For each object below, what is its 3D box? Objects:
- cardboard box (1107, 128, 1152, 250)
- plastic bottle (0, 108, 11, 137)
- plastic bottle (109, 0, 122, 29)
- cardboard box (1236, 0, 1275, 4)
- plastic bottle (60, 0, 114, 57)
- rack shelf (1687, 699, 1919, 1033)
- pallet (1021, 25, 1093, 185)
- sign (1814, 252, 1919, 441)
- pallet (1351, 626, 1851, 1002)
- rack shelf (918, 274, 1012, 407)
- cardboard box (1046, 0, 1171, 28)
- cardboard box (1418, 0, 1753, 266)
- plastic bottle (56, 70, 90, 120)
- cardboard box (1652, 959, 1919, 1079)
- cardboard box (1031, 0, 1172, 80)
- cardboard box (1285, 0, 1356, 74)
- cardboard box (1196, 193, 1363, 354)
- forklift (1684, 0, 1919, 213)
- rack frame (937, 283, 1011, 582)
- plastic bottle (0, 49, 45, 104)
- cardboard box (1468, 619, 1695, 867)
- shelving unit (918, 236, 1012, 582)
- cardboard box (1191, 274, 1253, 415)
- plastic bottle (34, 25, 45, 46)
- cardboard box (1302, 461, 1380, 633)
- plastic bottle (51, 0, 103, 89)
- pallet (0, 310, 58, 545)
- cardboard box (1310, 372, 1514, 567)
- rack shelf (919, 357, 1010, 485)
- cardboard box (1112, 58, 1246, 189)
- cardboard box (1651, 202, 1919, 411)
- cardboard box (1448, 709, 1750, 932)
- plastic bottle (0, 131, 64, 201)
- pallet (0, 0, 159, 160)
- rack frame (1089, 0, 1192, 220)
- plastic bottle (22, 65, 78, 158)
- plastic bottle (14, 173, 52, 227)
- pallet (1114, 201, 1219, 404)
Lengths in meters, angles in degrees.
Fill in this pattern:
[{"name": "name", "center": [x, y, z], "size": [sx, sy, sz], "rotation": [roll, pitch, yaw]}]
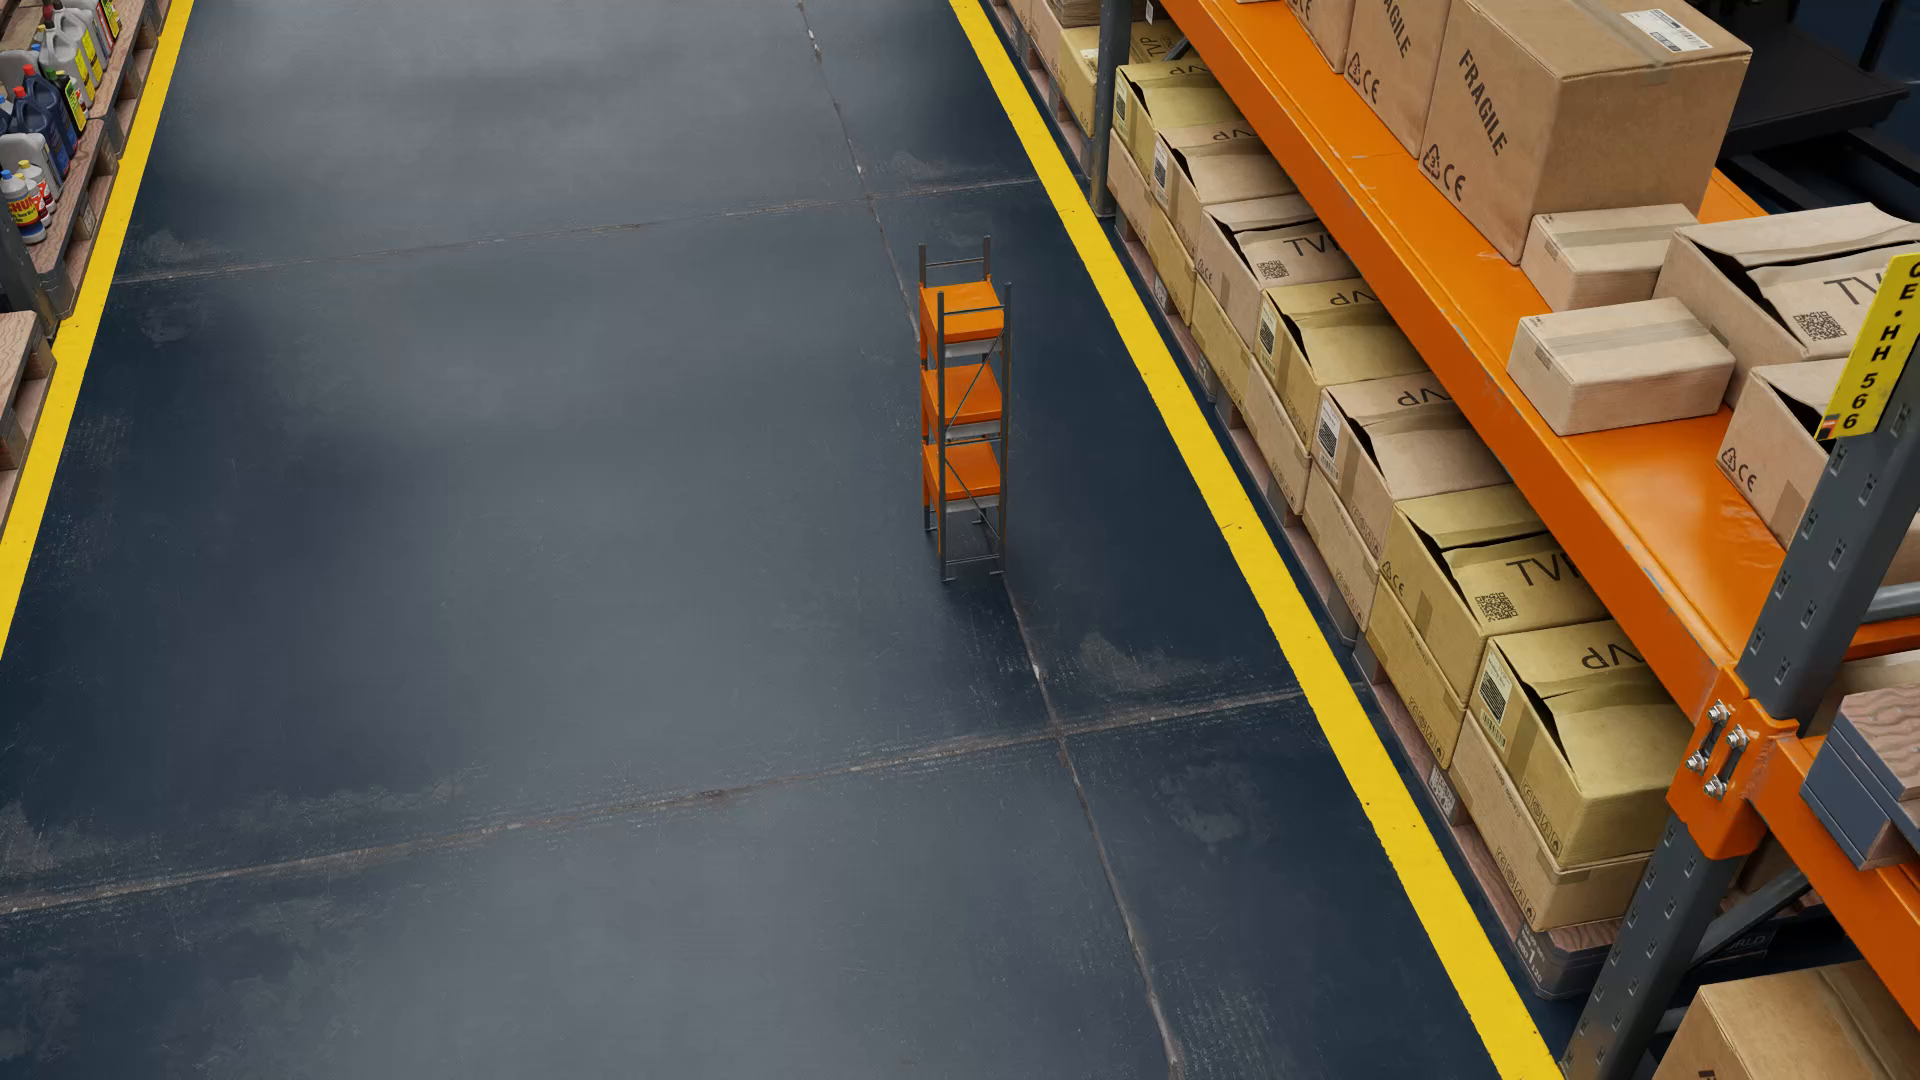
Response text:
[{"name": "cardboard box", "center": [0.874, -1.354, 6.271], "size": [0.500, 0.250, 0.500], "rotation": [-9, 42, -10]}, {"name": "plastic bottle", "center": [-3.719, -1.551, 6.402], "size": [0.144, 0.351, 0.185], "rotation": [-8, 42, -9]}, {"name": "plastic bottle", "center": [-3.848, -2.398, 7.469], "size": [0.097, 0.201, 0.097], "rotation": [0, 42, 0]}, {"name": "cardboard box", "center": [1.020, -1.825, 5.235], "size": [0.380, 0.149, 0.250], "rotation": [-8, 42, -9]}, {"name": "plastic bottle", "center": [-3.820, -2.259, 7.255], "size": [0.152, 0.276, 0.135], "rotation": [-8, 42, -9]}, {"name": "rack shelf", "center": [2.323, 1.636, 1.689], "size": [1.077, 0.370, 4.000], "rotation": [-8, 42, -9]}, {"name": "pallet", "center": [0.898, -2.001, 7.345], "size": [1.003, 0.211, 1.213], "rotation": [-8, 42, -9]}, {"name": "sign", "center": [1.351, -0.281, 2.435], "size": [0.100, 0.325, 0.005], "rotation": [-8, 42, -9]}, {"name": "pallet", "center": [1.752, 0.574, 4.444], "size": [1.003, 0.211, 1.213], "rotation": [-8, 42, -9]}, {"name": "rack shelf", "center": [0.012, -0.562, 4.681], "size": [0.215, 0.259, 0.240], "rotation": [-8, 42, -9]}, {"name": "cardboard box", "center": [0.618, -2.527, 7.027], "size": [0.500, 0.500, 0.500], "rotation": [-8, 42, -9]}, {"name": "cardboard box", "center": [1.514, -1.052, 4.101], "size": [0.500, 0.500, 0.500], "rotation": [-10, 43, -12]}, {"name": "plastic bottle", "center": [-3.657, -1.825, 6.823], "size": [0.097, 0.201, 0.097], "rotation": [0, 42, 0]}, {"name": "cardboard box", "center": [1.711, 1.177, 3.216], "size": [0.500, 0.500, 0.500], "rotation": [-7, 42, -7]}, {"name": "cardboard box", "center": [0.617, -2.246, 7.275], "size": [0.500, 0.250, 0.500], "rotation": [-8, 42, -9]}, {"name": "cardboard box", "center": [1.292, -1.718, 4.851], "size": [0.500, 0.500, 0.500], "rotation": [-6, 42, -6]}, {"name": "cardboard box", "center": [1.090, -0.897, 5.333], "size": [0.500, 0.311, 0.500], "rotation": [-10, 43, -11]}, {"name": "forklift", "center": [3.207, -2.824, 6.223], "size": [1.130, 2.935, 3.031], "rotation": [-15, 44, -16]}, {"name": "rack frame", "center": [0.038, -0.279, 4.773], "size": [0.200, 1.050, 0.008], "rotation": [-8, 42, -9]}, {"name": "plastic bottle", "center": [-3.850, -1.904, 6.856], "size": [0.152, 0.276, 0.135], "rotation": [-8, 42, -9]}, {"name": "cardboard box", "center": [1.538, 0.428, 3.841], "size": [0.500, 0.311, 0.500], "rotation": [-7, 42, -8]}, {"name": "shelving unit", "center": [0.012, -0.358, 4.862], "size": [0.215, 1.050, 0.252], "rotation": [-8, 42, -9]}, {"name": "cardboard box", "center": [1.097, -0.687, 5.520], "size": [0.500, 0.250, 0.500], "rotation": [-10, 42, -11]}, {"name": "plastic bottle", "center": [-3.908, -2.111, 7.145], "size": [0.097, 0.201, 0.097], "rotation": [0, 42, 0]}, {"name": "cardboard box", "center": [1.320, -0.024, 4.773], "size": [0.500, 0.250, 0.500], "rotation": [-7, 42, -8]}, {"name": "plastic bottle", "center": [-3.751, -2.090, 7.009], "size": [0.144, 0.351, 0.185], "rotation": [-7, 42, -8]}, {"name": "pallet", "center": [-3.602, -0.269, 5.394], "size": [1.003, 0.211, 1.213], "rotation": [-8, 42, -9]}, {"name": "cardboard box", "center": [1.314, -0.236, 4.589], "size": [0.500, 0.311, 0.500], "rotation": [-9, 42, -10]}, {"name": "rack shelf", "center": [0.012, -0.350, 4.869], "size": [0.215, 0.259, 0.240], "rotation": [-8, 42, -9]}, {"name": "cardboard box", "center": [0.874, -1.557, 6.077], "size": [0.500, 0.311, 0.500], "rotation": [-8, 42, -9]}, {"name": "cardboard box", "center": [1.888, -0.504, 3.625], "size": [0.500, 0.311, 0.500], "rotation": [-9, 42, -10]}, {"name": "cardboard box", "center": [1.540, 0.636, 4.029], "size": [0.500, 0.250, 0.500], "rotation": [-7, 42, -8]}, {"name": "plastic bottle", "center": [-3.546, -1.436, 6.328], "size": [0.152, 0.276, 0.135], "rotation": [-7, 42, -8]}, {"name": "pallet", "center": [-4.180, -2.006, 7.351], "size": [1.003, 0.211, 1.213], "rotation": [-8, 42, -9]}, {"name": "rack frame", "center": [1.028, -2.522, 5.832], "size": [1.000, 3.000, 0.127], "rotation": [-8, 42, -9]}, {"name": "plastic bottle", "center": [-3.619, -1.694, 6.563], "size": [0.144, 0.351, 0.185], "rotation": [-10, 43, -11]}, {"name": "plastic bottle", "center": [-3.472, -1.268, 6.196], "size": [0.097, 0.201, 0.097], "rotation": [0, 42, 0]}, {"name": "pallet", "center": [1.226, -1.008, 6.226], "size": [1.003, 0.211, 1.213], "rotation": [-8, 42, -9]}]
